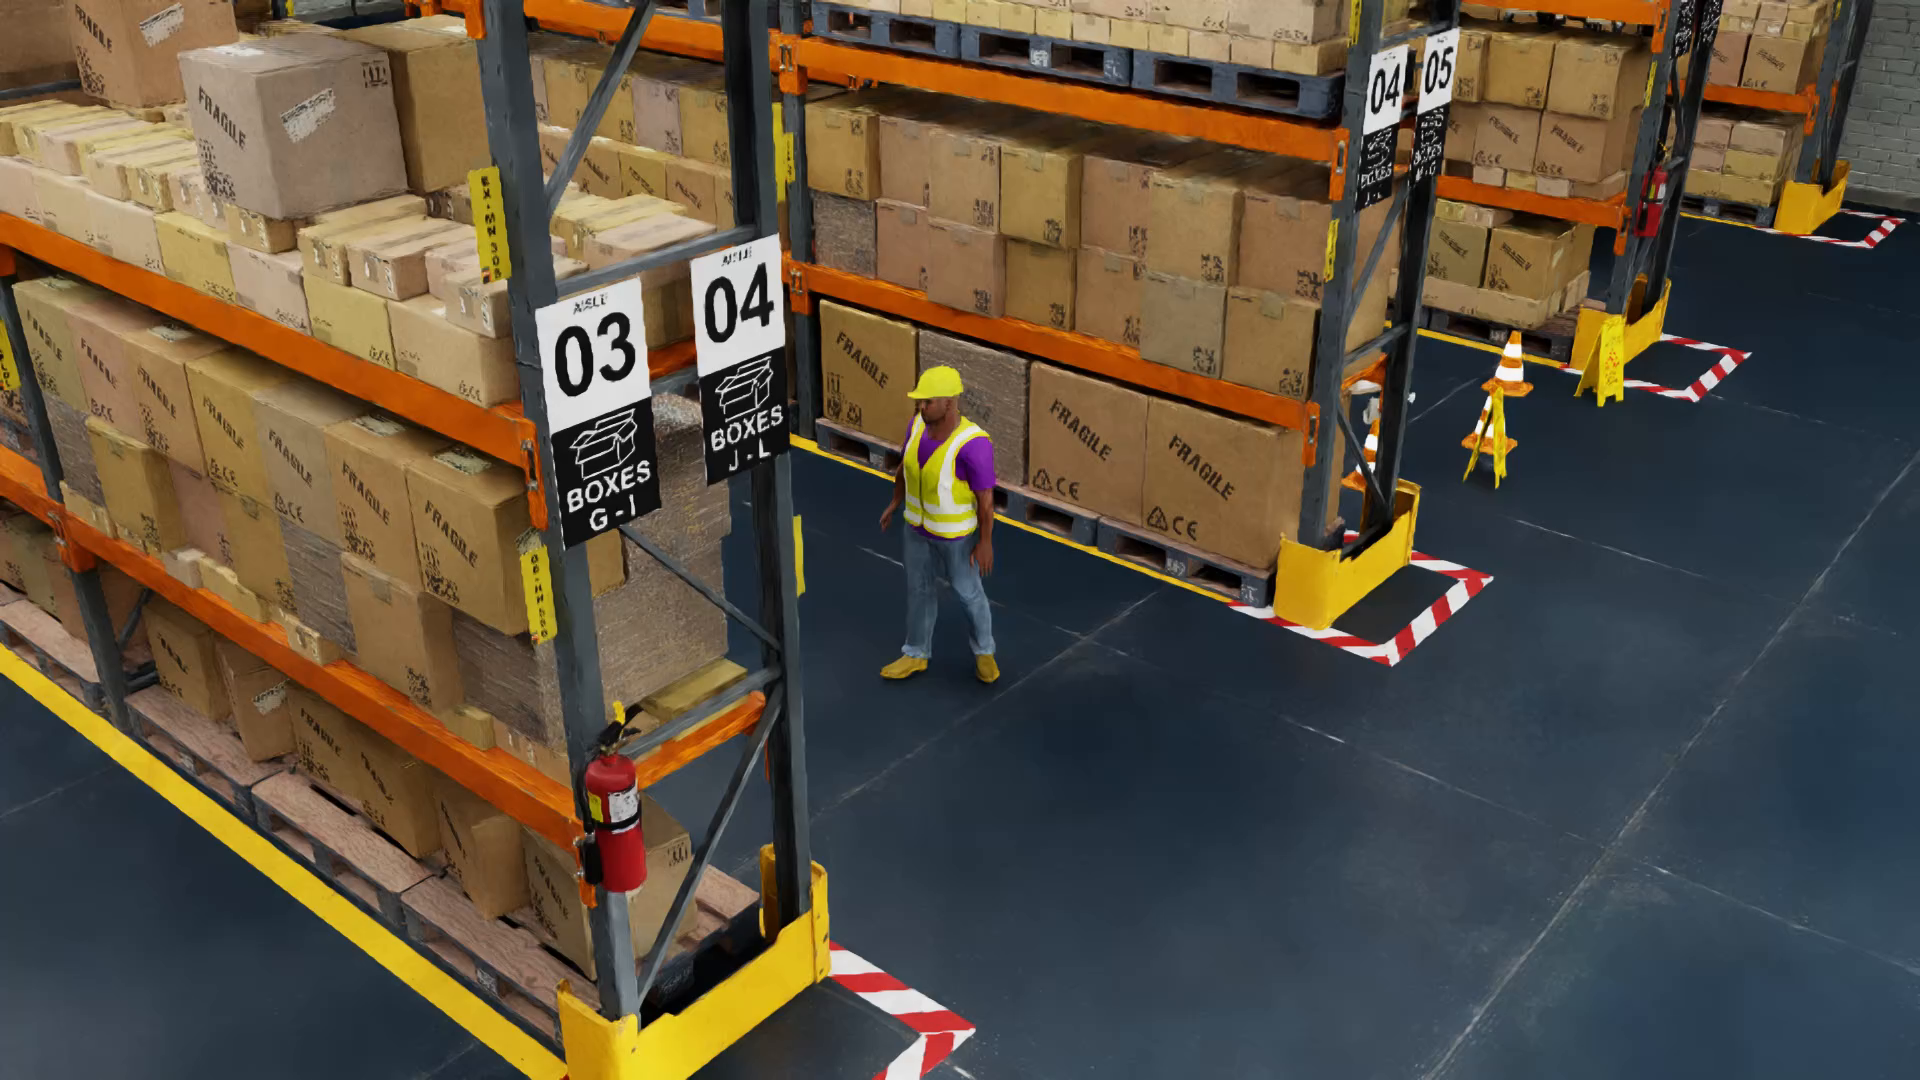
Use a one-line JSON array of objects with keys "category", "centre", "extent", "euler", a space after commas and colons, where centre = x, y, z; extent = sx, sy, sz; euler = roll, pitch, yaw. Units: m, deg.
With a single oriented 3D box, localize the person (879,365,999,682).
[{"category": "person", "centre": [-0.140, -0.073, 8.708], "extent": [0.738, 1.768, 0.582], "euler": [21, 34, 35]}]
